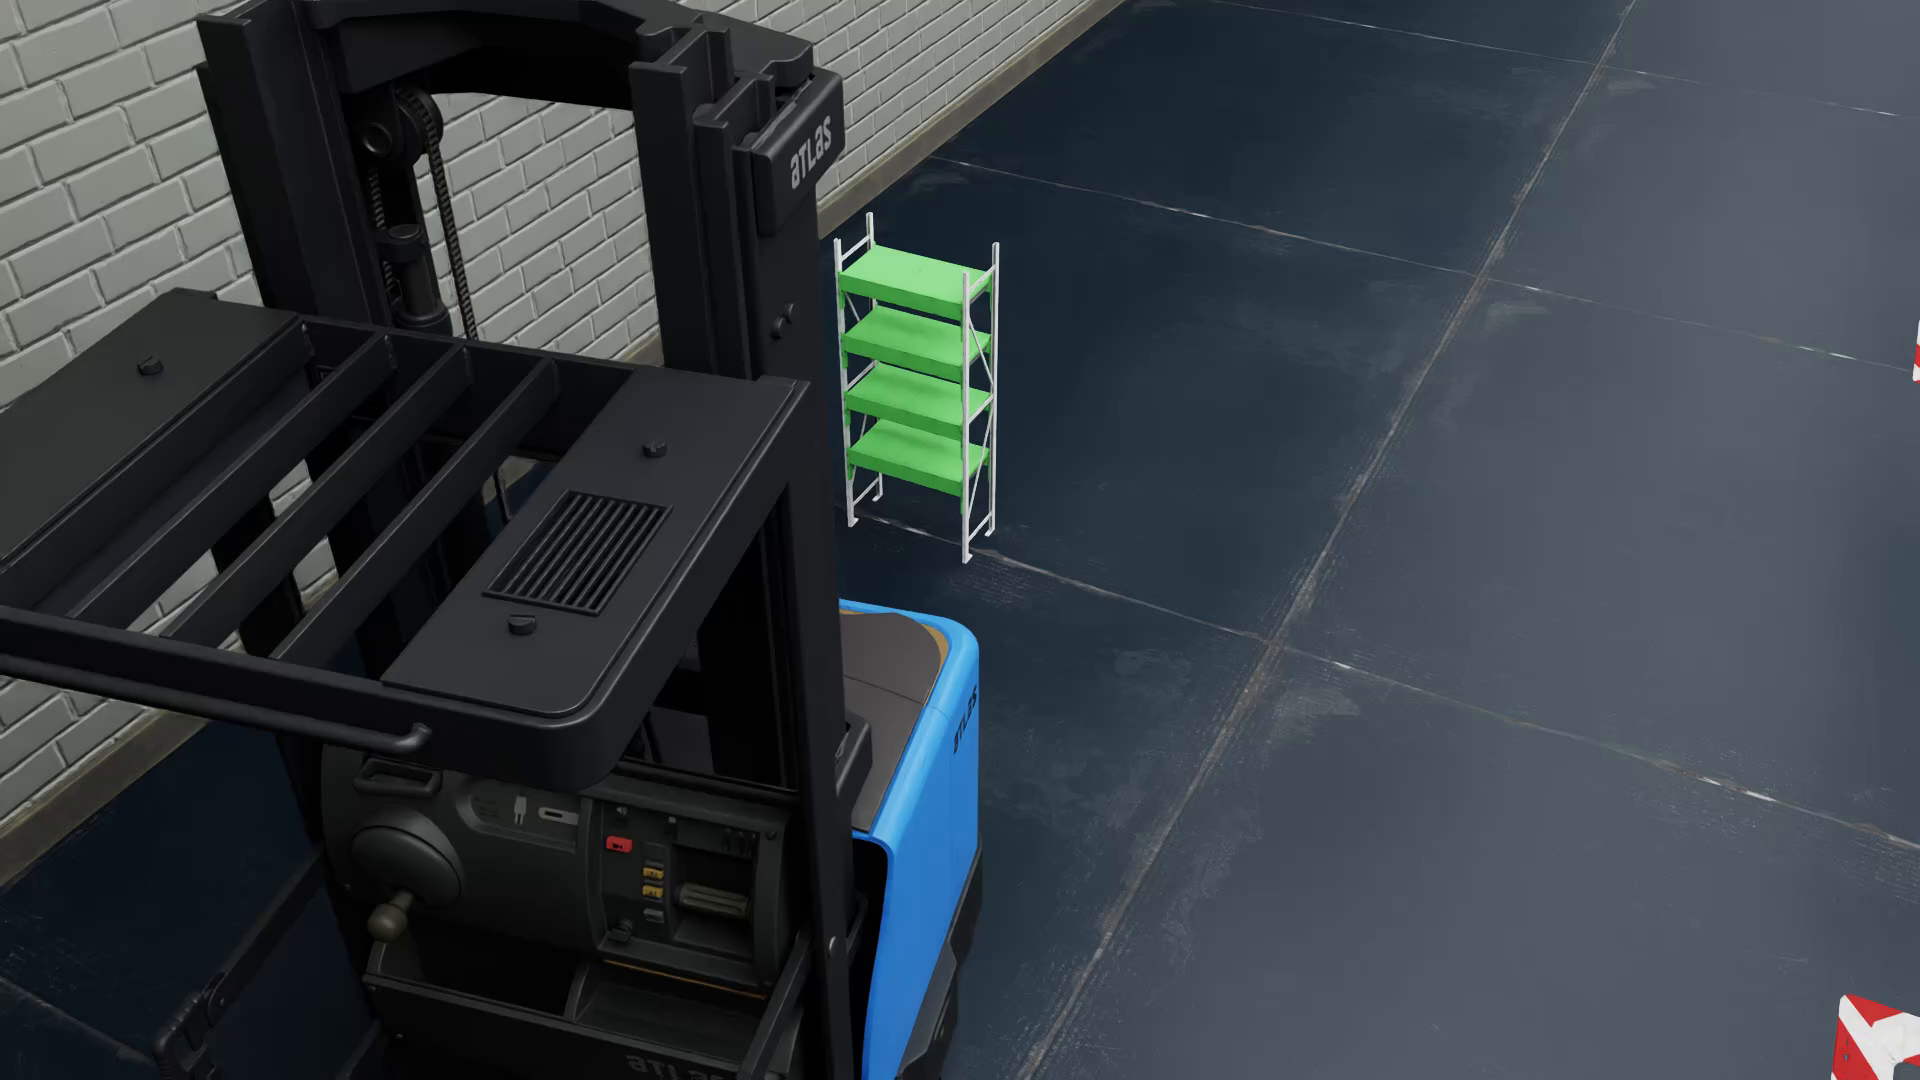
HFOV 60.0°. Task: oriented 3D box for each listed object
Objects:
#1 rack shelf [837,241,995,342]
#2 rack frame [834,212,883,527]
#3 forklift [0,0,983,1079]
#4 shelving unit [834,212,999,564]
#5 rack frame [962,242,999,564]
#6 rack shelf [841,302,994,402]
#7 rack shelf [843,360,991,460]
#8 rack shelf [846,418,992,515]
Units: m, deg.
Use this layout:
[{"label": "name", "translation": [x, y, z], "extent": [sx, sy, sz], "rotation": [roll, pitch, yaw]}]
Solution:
[{"label": "rack shelf", "translation": [-0.147, -0.855, 5.696], "extent": [0.480, 0.148, 0.258], "rotation": [17, 41, 21]}, {"label": "rack frame", "translation": [-0.364, -0.592, 6.037], "extent": [0.015, 1.200, 0.240], "rotation": [17, 41, 21]}, {"label": "forklift", "translation": [-0.822, 0.676, 2.935], "extent": [1.130, 2.935, 3.031], "rotation": [9, 38, 12]}, {"label": "shelving unit", "translation": [-0.147, -0.524, 5.948], "extent": [0.503, 1.200, 0.258], "rotation": [17, 41, 21]}, {"label": "rack frame", "translation": [0.070, -0.456, 5.858], "extent": [0.015, 1.200, 0.240], "rotation": [17, 41, 21]}, {"label": "rack shelf", "translation": [-0.147, -0.664, 5.841], "extent": [0.480, 0.148, 0.258], "rotation": [17, 41, 21]}, {"label": "rack shelf", "translation": [-0.147, -0.473, 5.987], "extent": [0.480, 0.148, 0.258], "rotation": [17, 41, 21]}, {"label": "rack shelf", "translation": [-0.147, -0.282, 6.132], "extent": [0.480, 0.148, 0.258], "rotation": [17, 41, 21]}]
